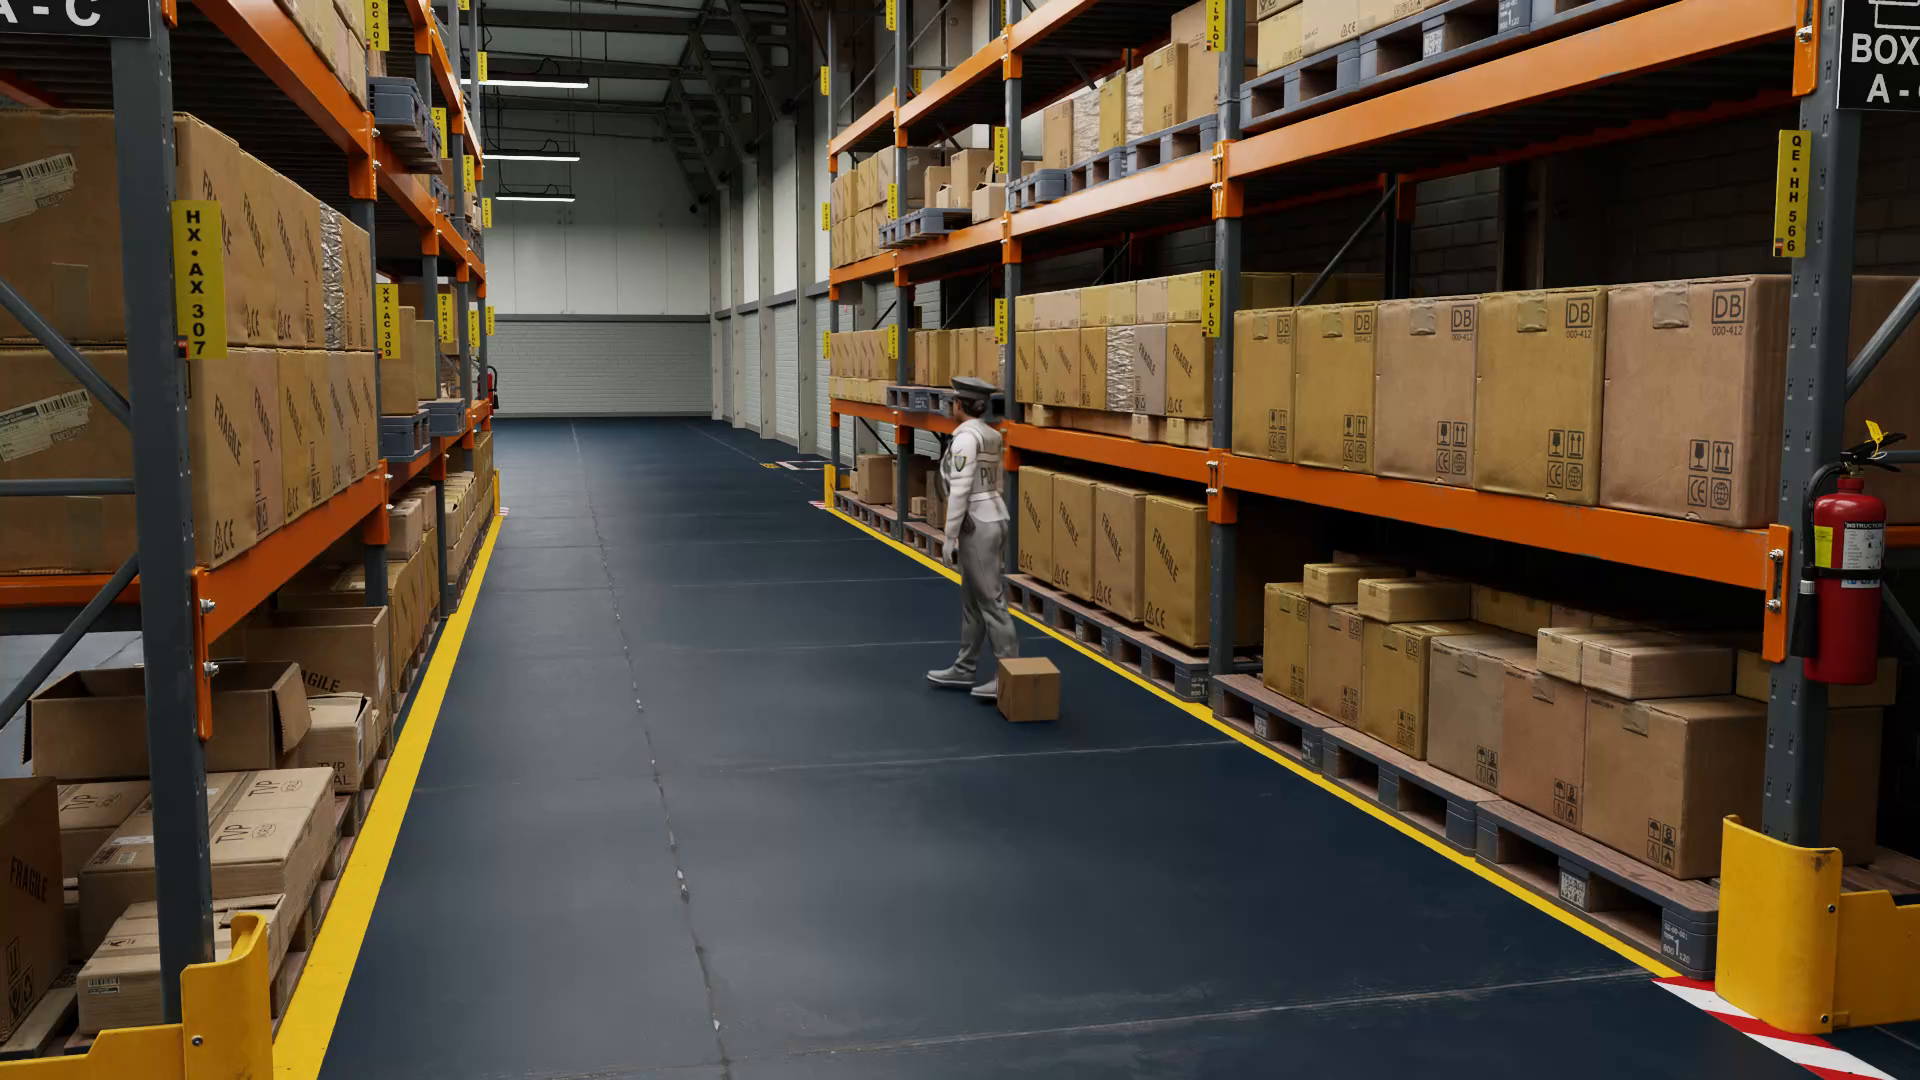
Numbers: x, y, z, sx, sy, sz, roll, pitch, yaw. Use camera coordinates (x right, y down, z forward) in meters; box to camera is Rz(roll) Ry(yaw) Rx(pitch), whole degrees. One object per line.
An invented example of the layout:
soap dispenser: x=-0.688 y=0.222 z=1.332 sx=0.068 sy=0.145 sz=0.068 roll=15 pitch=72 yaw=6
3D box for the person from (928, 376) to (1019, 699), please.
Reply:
person: x=0.068 y=-0.028 z=8.751 sx=0.584 sy=1.656 sz=0.530 roll=2 pitch=6 yaw=16
